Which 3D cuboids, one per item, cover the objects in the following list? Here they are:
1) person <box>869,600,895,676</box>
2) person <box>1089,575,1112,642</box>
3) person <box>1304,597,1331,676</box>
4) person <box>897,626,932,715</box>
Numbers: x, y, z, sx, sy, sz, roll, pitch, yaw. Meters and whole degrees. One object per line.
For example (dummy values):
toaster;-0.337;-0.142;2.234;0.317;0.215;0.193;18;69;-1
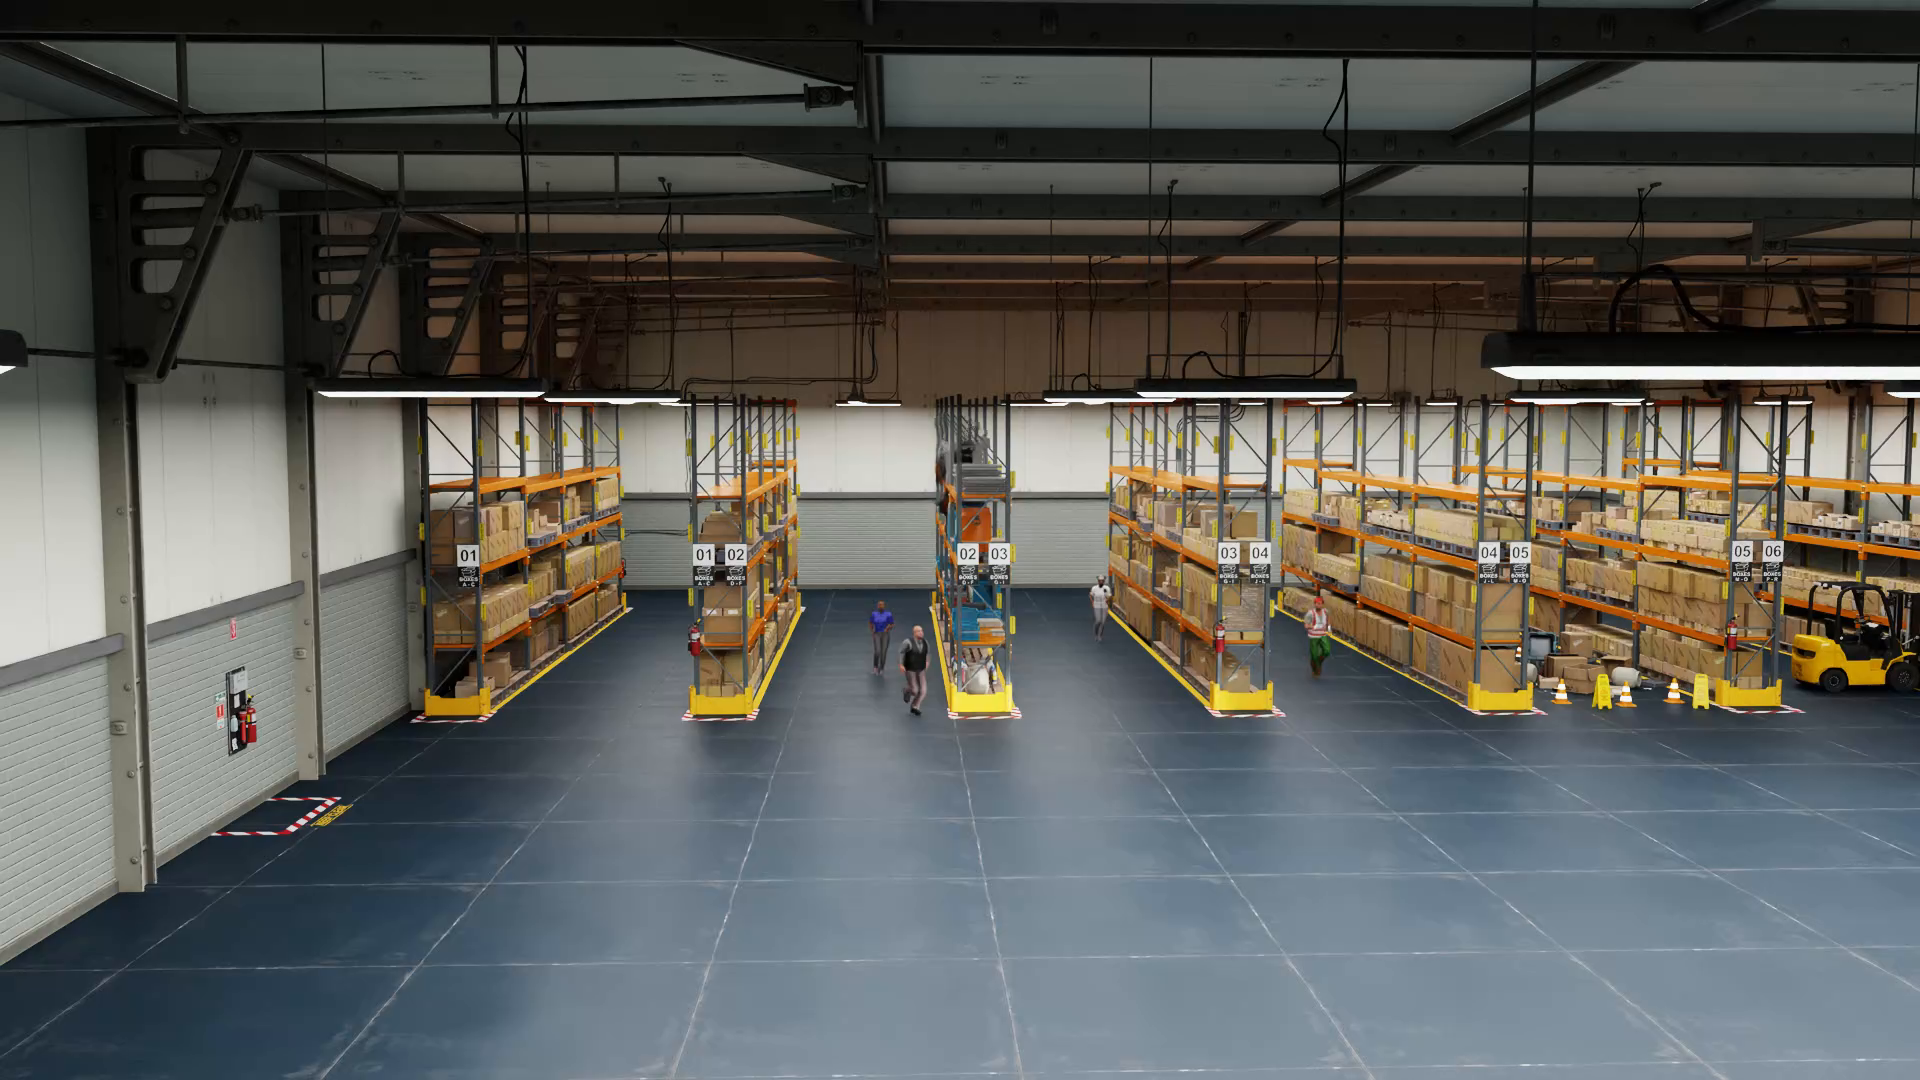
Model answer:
person;-1.678;2.109;35.648;0.555;1.622;0.624;0;5;-4
person;3.461;1.682;40.741;0.554;1.674;0.632;0;4;-2
person;7.619;2.060;35.245;0.704;1.728;0.761;-1;5;-12
person;-0.839;2.436;31.174;0.676;1.659;0.615;-2;5;-28
